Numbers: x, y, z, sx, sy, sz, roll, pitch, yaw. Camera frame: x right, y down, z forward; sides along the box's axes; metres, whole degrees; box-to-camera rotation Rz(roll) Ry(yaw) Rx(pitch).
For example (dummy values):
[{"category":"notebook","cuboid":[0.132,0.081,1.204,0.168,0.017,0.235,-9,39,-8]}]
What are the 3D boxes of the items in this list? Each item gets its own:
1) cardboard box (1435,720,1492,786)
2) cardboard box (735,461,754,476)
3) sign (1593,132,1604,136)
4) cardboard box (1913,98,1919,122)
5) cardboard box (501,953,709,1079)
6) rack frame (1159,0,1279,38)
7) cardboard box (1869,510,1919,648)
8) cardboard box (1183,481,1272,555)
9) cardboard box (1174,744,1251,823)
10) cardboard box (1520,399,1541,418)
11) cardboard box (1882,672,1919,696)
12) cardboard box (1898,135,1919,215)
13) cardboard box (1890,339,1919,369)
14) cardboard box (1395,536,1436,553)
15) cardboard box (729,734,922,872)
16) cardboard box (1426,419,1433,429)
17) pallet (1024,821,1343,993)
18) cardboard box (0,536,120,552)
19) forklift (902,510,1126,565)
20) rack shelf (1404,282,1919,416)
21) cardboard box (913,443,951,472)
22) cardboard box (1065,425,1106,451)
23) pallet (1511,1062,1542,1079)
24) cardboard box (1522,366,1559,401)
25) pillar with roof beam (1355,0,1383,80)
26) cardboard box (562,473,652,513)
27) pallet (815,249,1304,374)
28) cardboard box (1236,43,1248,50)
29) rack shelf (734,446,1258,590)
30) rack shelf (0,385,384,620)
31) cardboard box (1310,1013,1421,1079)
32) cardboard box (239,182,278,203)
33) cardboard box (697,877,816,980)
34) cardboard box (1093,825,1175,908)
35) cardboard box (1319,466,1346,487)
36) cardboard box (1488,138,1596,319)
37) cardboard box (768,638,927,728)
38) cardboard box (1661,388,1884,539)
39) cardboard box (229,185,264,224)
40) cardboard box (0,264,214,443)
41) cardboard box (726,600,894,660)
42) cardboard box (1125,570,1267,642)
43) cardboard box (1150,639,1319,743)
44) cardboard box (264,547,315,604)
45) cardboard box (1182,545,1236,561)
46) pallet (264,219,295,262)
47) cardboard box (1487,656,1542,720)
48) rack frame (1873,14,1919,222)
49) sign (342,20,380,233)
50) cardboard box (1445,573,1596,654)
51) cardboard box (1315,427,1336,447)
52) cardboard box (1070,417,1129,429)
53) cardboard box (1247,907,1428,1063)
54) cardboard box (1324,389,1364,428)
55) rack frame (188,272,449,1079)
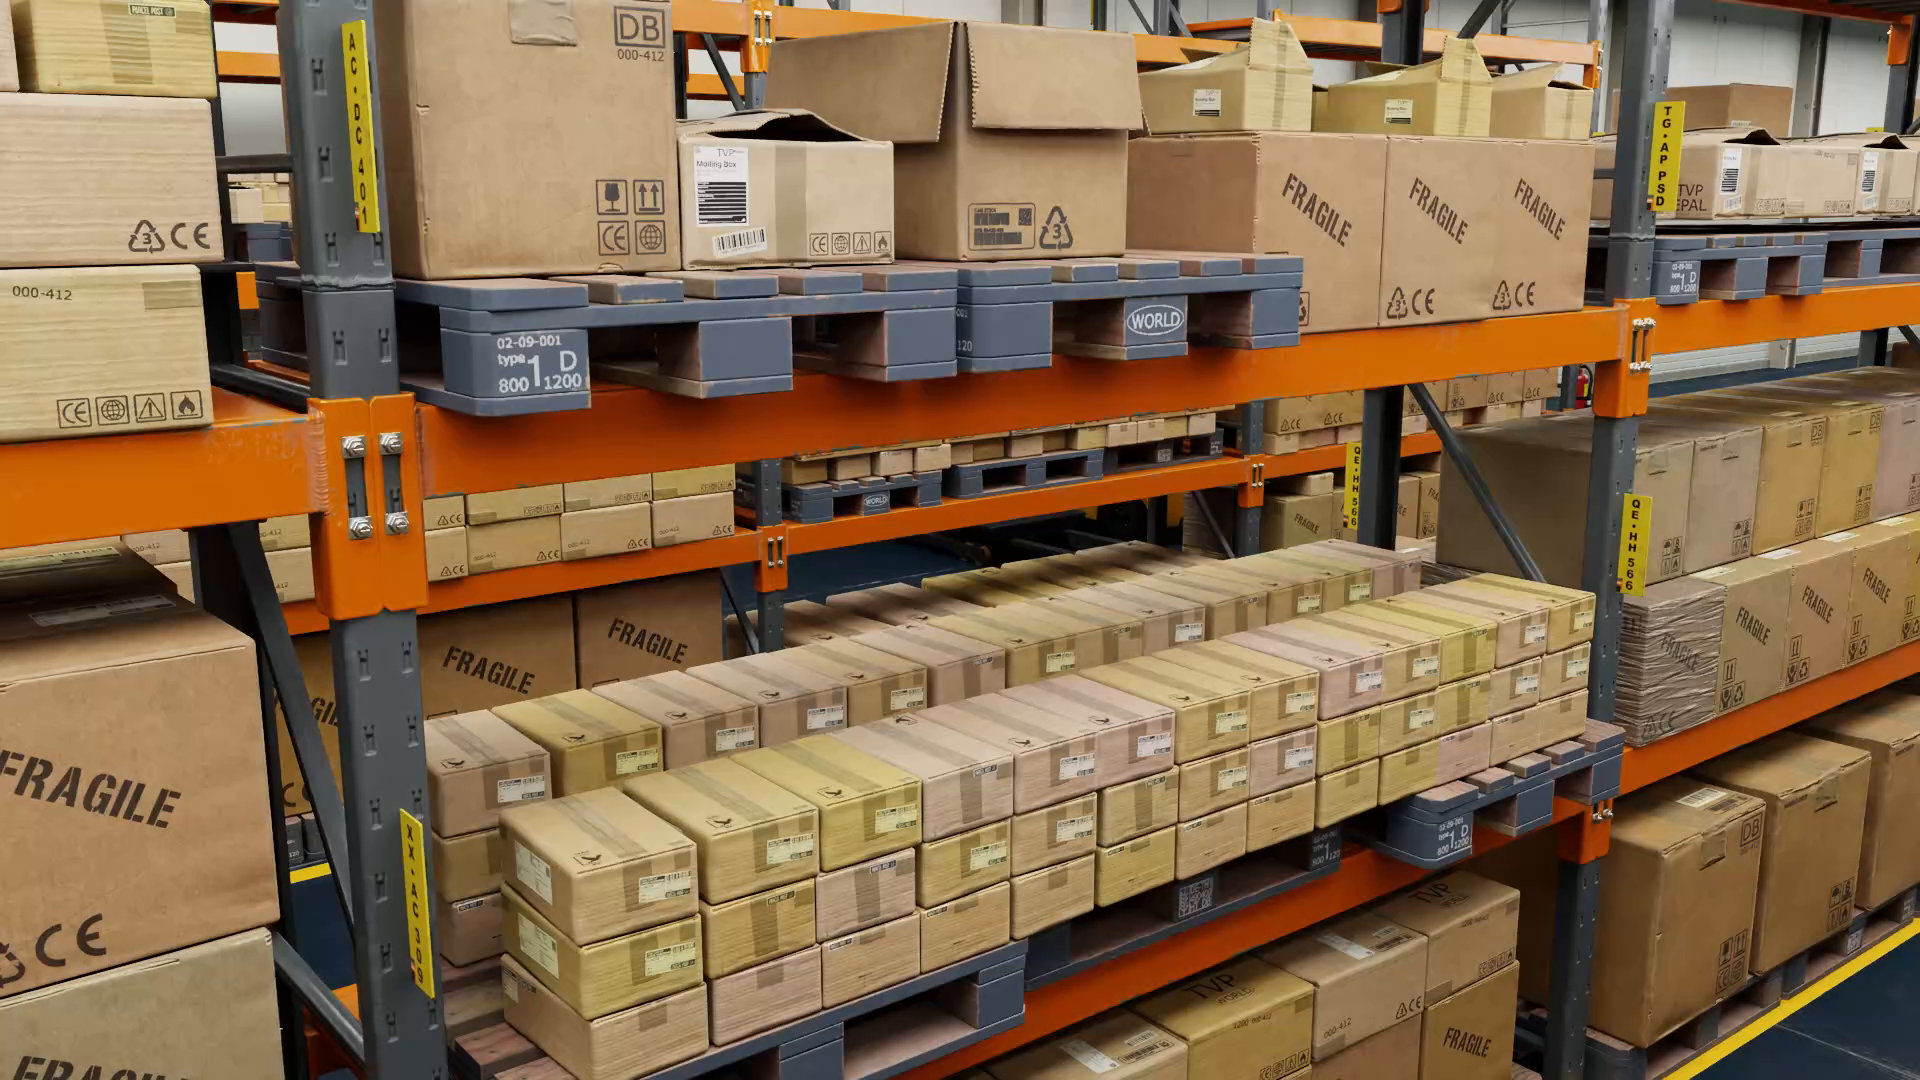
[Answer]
[{"category":"cardboard box","cuboid":[1.327,0.579,4.896,0.250,0.149,0.380,-9,15,-37]},{"category":"cardboard box","cuboid":[-1.242,-0.495,9.956,0.250,0.149,0.380,-9,15,-36]},{"category":"sign","cuboid":[5.227,-3.178,13.642,0.005,0.325,0.100,-9,15,-38]},{"category":"cardboard box","cuboid":[5.031,-2.150,8.363,0.250,0.149,0.380,-10,15,-38]},{"category":"cardboard box","cuboid":[-0.708,0.917,3.301,0.250,0.149,0.380,-10,16,-40]},{"category":"rack frame","cuboid":[1.773,-3.786,11.414,0.127,3.000,1.000,-9,15,-38]},{"category":"cardboard box","cuboid":[3.914,0.132,7.167,0.500,0.500,0.500,-9,15,-37]},{"category":"cardboard box","cuboid":[2.067,-0.199,12.768,0.500,0.500,0.500,-10,15,-38]},{"category":"cardboard box","cuboid":[0.512,0.569,4.228,0.250,0.149,0.380,-10,15,-39]},{"category":"cardboard box","cuboid":[4.609,-1.113,13.876,0.250,0.149,0.380,-10,15,-38]},{"category":"cardboard box","cuboid":[4.516,0.929,8.060,0.750,0.750,1.050,-10,15,-38]},{"category":"cardboard box","cuboid":[3.713,-1.476,6.723,0.500,0.311,0.500,-10,16,-40]},{"category":"cardboard box","cuboid":[5.254,-0.705,8.390,0.550,0.550,0.875,-9,15,-38]},{"category":"cardboard box","cuboid":[2.908,0.286,10.877,0.500,0.500,0.500,-9,15,-38]},{"category":"cardboard box","cuboid":[-0.292,0.556,3.569,0.250,0.149,0.380,-9,15,-37]},{"category":"cardboard box","cuboid":[3.532,-0.969,13.197,0.250,0.149,0.380,-9,15,-38]},{"category":"pallet","cuboid":[0.300,0.815,4.653,1.213,0.211,1.003,-9,15,-38]},{"category":"cardboard box","cuboid":[-3.954,0.004,7.166,0.500,0.250,0.500,-10,16,-39]},{"category":"forklift","cuboid":[0.396,-1.333,14.473,1.130,2.935,3.031,-10,15,-38]},{"category":"rack shelf","cuboid":[3.382,-0.917,6.859,4.000,0.370,1.077,-9,15,-38]},{"category":"cardboard box","cuboid":[-0.269,-0.518,10.064,0.250,0.149,0.380,-9,15,-37]},{"category":"cardboard box","cuboid":[0.738,-0.692,10.882,0.250,0.149,0.380,-9,15,-38]},{"category":"pallet","cuboid":[1.210,1.923,5.687,1.213,0.211,1.003,-9,15,-38]},{"category":"cardboard box","cuboid":[4.645,-1.450,13.898,0.500,0.500,0.500,-10,15,-39]},{"category":"pillar with roof beam","cuboid":[8.060,-5.246,18.289,0.400,9.000,9.100,-9,15,-38]},{"category":"cardboard box","cuboid":[-1.968,-0.332,8.751,0.500,0.250,0.500,-10,16,-39]},{"category":"pallet","cuboid":[0.054,-0.597,4.070,1.003,0.211,1.213,-9,15,-38]},{"category":"cardboard box","cuboid":[0.755,-1.319,4.935,0.258,0.266,0.396,-9,15,-38]},{"category":"rack shelf","cuboid":[0.211,-0.240,10.890,4.000,0.370,1.077,-9,15,-38]},{"category":"rack shelf","cuboid":[-2.865,0.121,1.971,4.000,0.370,1.077,-9,15,-38]},{"category":"cardboard box","cuboid":[1.062,1.669,5.174,0.500,0.500,0.500,-9,15,-35]},{"category":"cardboard box","cuboid":[-5.183,-2.541,12.175,0.250,0.149,0.380,-9,15,-38]},{"category":"cardboard box","cuboid":[-0.507,0.738,3.430,0.250,0.149,0.380,-10,15,-39]},{"category":"cardboard box","cuboid":[0.308,0.747,4.104,0.250,0.149,0.380,-10,15,-39]},{"category":"cardboard box","cuboid":[2.937,-0.502,12.635,0.250,0.149,0.380,-9,15,-35]},{"category":"cardboard box","cuboid":[1.533,-0.943,5.009,0.500,0.500,0.500,-9,15,-38]},{"category":"cardboard box","cuboid":[-0.300,0.386,4.374,0.250,0.149,0.380,-10,16,-39]},{"category":"cardboard box","cuboid":[3.370,-0.336,6.964,0.500,0.500,0.700,-10,15,-38]},{"category":"cardboard box","cuboid":[-3.267,-1.479,7.324,0.250,0.166,0.380,-11,16,-41]},{"category":"cardboard box","cuboid":[-1.517,-0.310,2.627,0.500,0.250,0.500,-9,15,-36]},{"category":"cardboard box","cuboid":[-0.903,0.676,10.160,0.625,0.372,0.950,-11,16,-41]},{"category":"cardboard box","cuboid":[0.729,0.213,5.186,0.250,0.149,0.380,-10,16,-40]},{"category":"cardboard box","cuboid":[0.713,0.389,4.356,0.250,0.149,0.380,-9,15,-35]},{"category":"cardboard box","cuboid":[-3.152,0.115,7.850,0.500,0.250,0.500,-10,15,-38]},{"category":"cardboard box","cuboid":[2.067,0.168,12.846,0.500,0.250,0.500,-9,15,-35]},{"category":"pallet","cuboid":[-2.692,-1.469,8.182,1.213,0.211,1.003,-9,15,-35]},{"category":"cardboard box","cuboid":[1.512,0.402,5.011,0.250,0.149,0.380,-9,15,-36]},{"category":"rack frame","cuboid":[4.944,-2.996,7.695,0.127,3.000,1.000,-9,15,-38]},{"category":"sign","cuboid":[-0.958,-0.657,2.655,0.005,0.325,0.100,-9,15,-38]},{"category":"cardboard box","cuboid":[1.724,0.222,5.145,0.250,0.149,0.380,-10,16,-40]},{"category":"cardboard box","cuboid":[2.572,-0.798,12.391,0.250,0.149,0.380,-10,15,-38]},{"category":"cardboard box","cuboid":[0.762,-1.023,10.880,0.500,0.500,0.500,-9,15,-36]},{"category":"cardboard box","cuboid":[1.063,1.307,5.077,0.500,0.250,0.500,-9,15,-37]},{"category":"cardboard box","cuboid":[2.668,-1.127,12.377,0.500,0.500,0.500,-10,15,-38]},{"category":"rack frame","cuboid":[-1.303,0.977,3.430,0.127,3.000,1.000,-9,15,-38]}]
